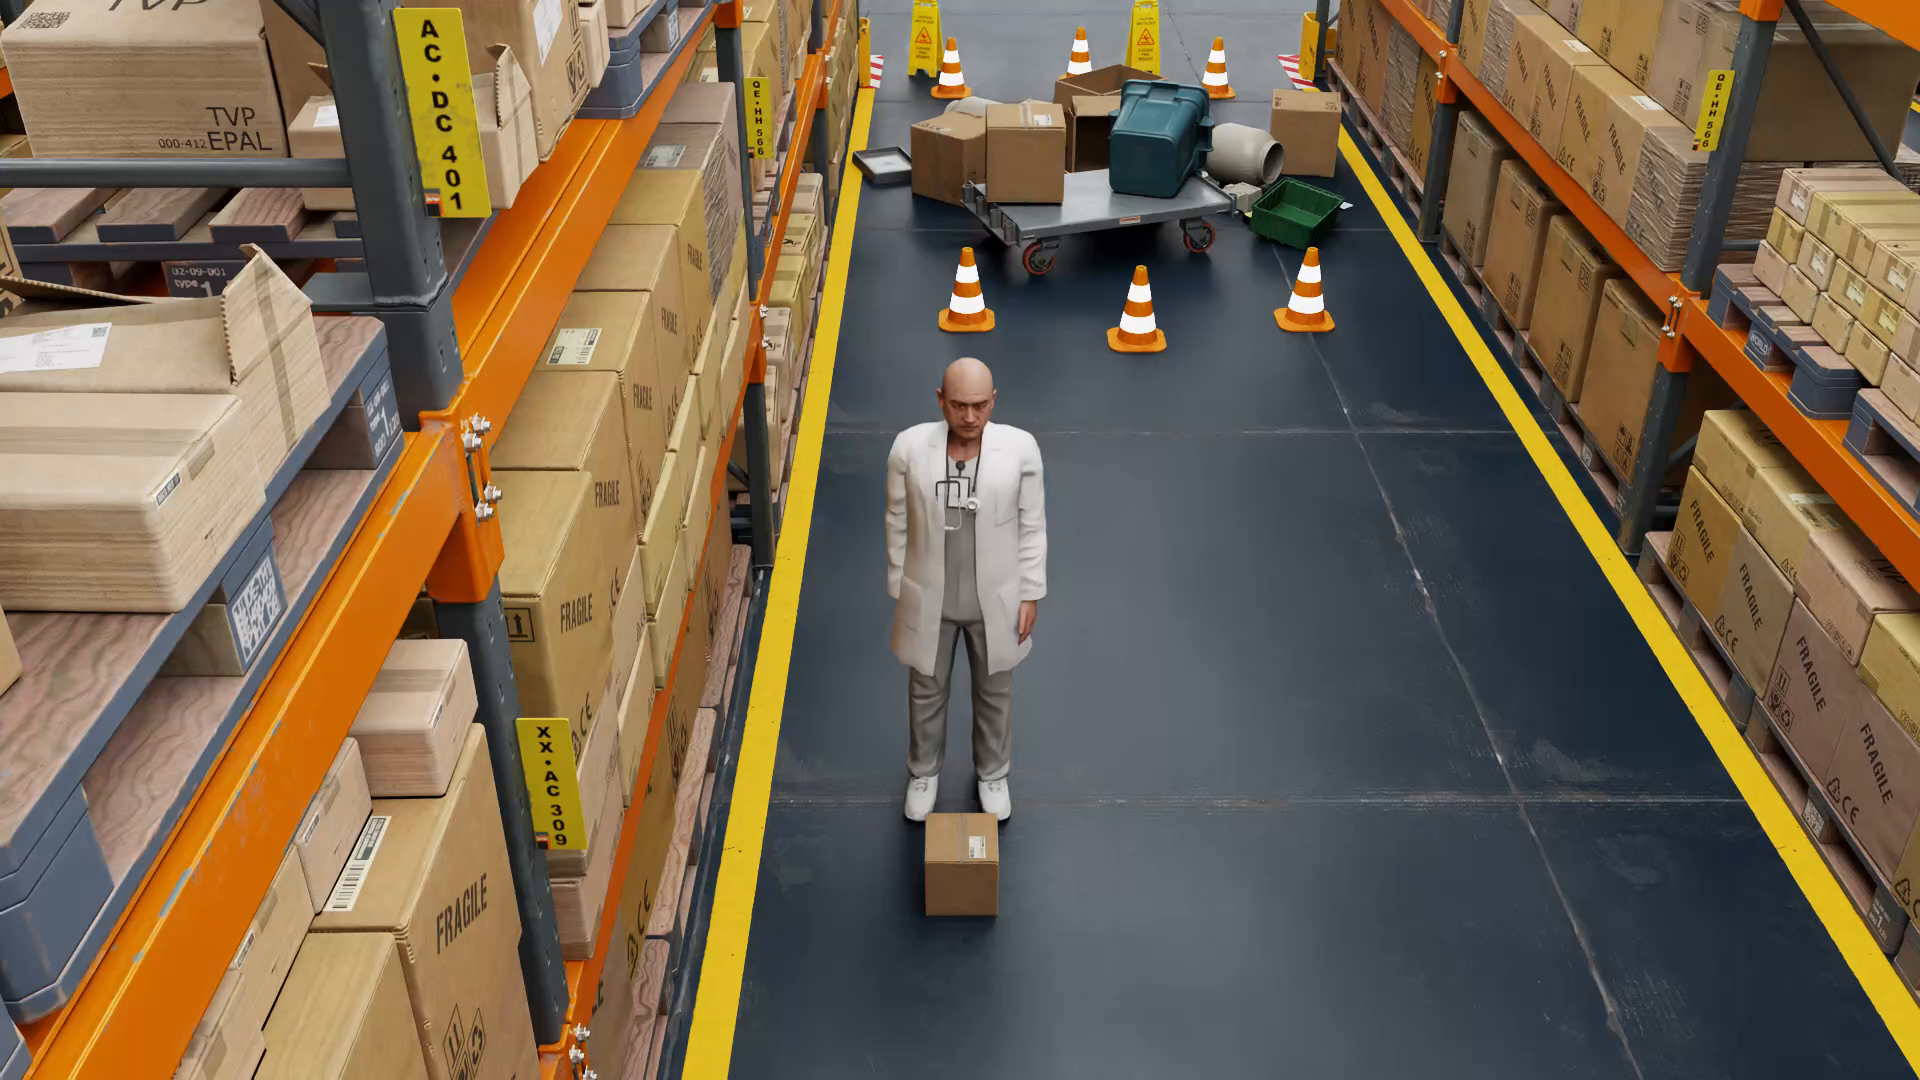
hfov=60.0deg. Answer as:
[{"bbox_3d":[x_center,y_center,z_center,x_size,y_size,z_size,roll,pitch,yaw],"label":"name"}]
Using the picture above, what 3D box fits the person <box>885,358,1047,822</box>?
[{"bbox_3d":[0.021,0.201,5.816,0.561,1.781,0.377,1,31,1],"label":"person"}]
